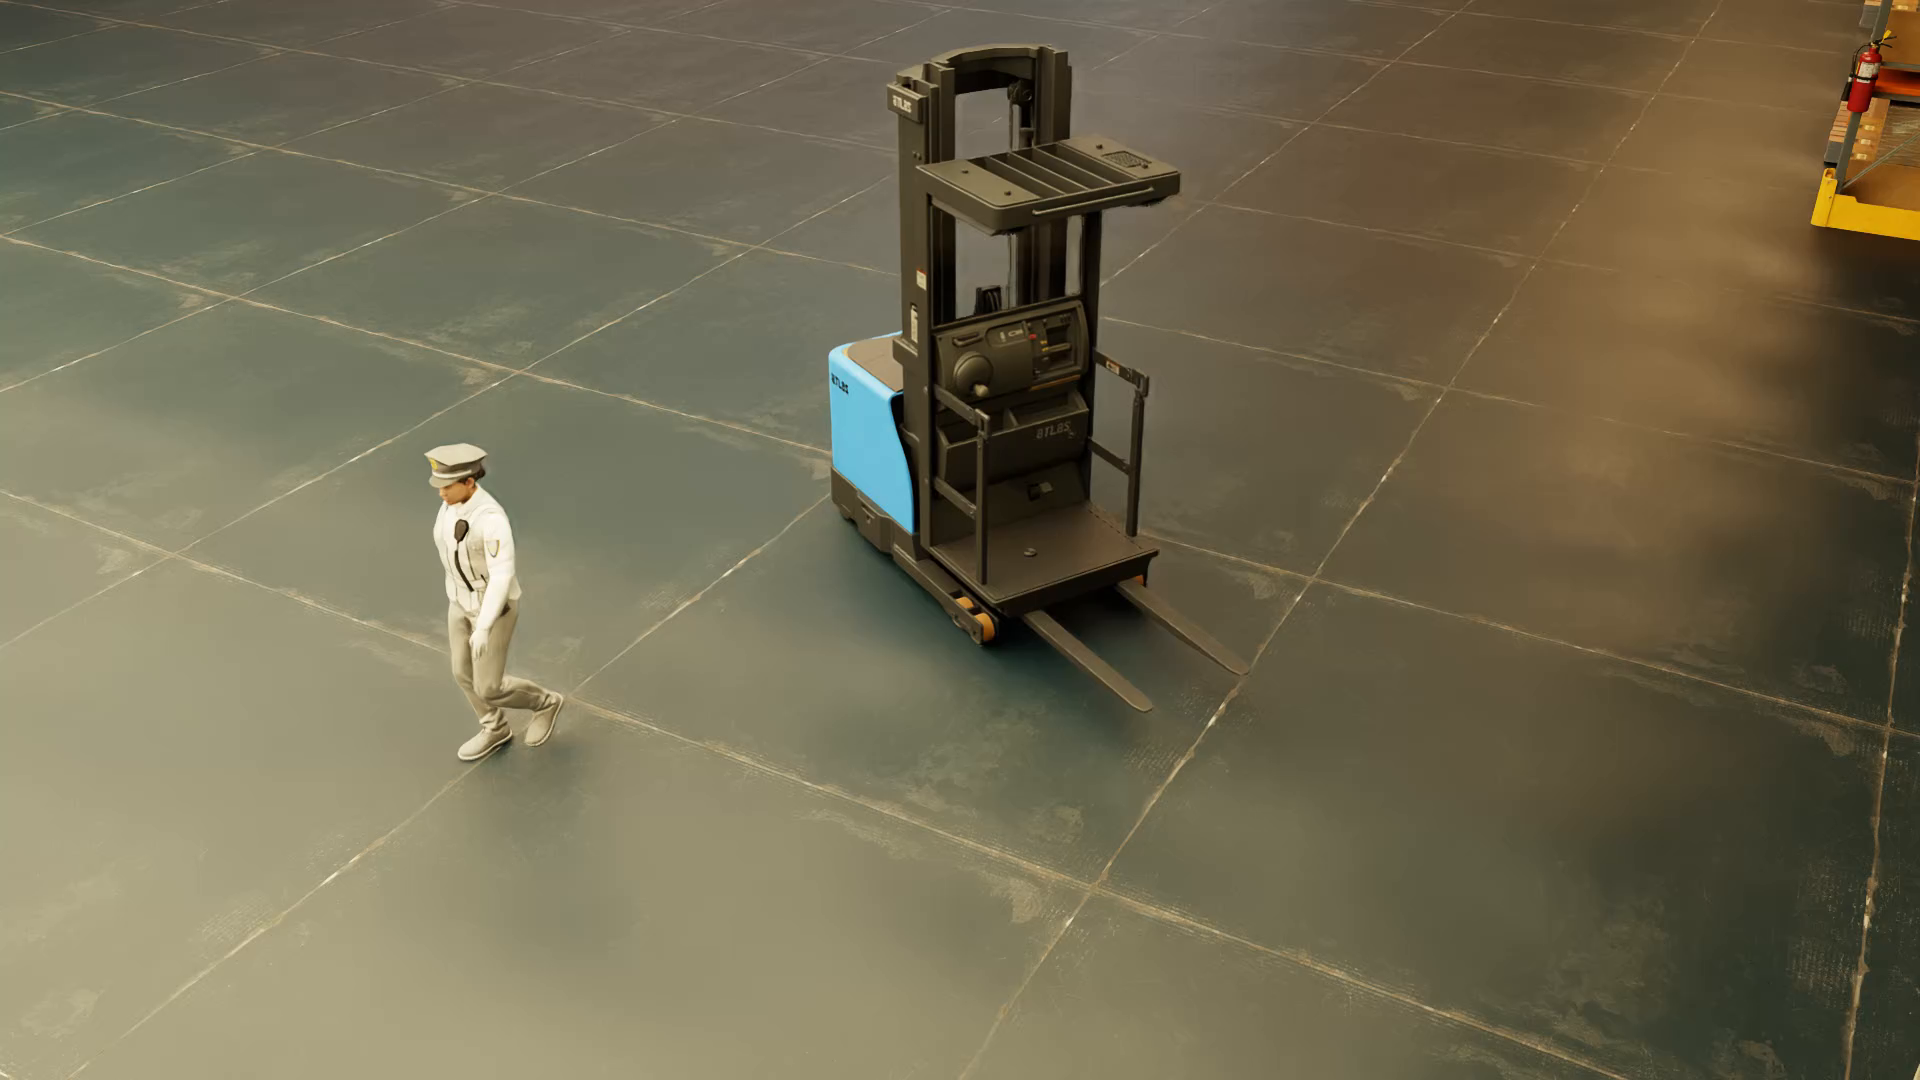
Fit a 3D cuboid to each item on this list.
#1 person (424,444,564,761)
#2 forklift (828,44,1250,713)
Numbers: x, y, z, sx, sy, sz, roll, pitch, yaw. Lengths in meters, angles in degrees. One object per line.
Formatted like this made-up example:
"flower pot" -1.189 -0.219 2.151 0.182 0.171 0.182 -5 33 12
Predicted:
"person" -2.229 0.302 7.838 0.694 1.649 0.508 27 39 38
"forklift" 0.399 -0.971 8.753 1.130 2.935 3.031 -17 34 -27
